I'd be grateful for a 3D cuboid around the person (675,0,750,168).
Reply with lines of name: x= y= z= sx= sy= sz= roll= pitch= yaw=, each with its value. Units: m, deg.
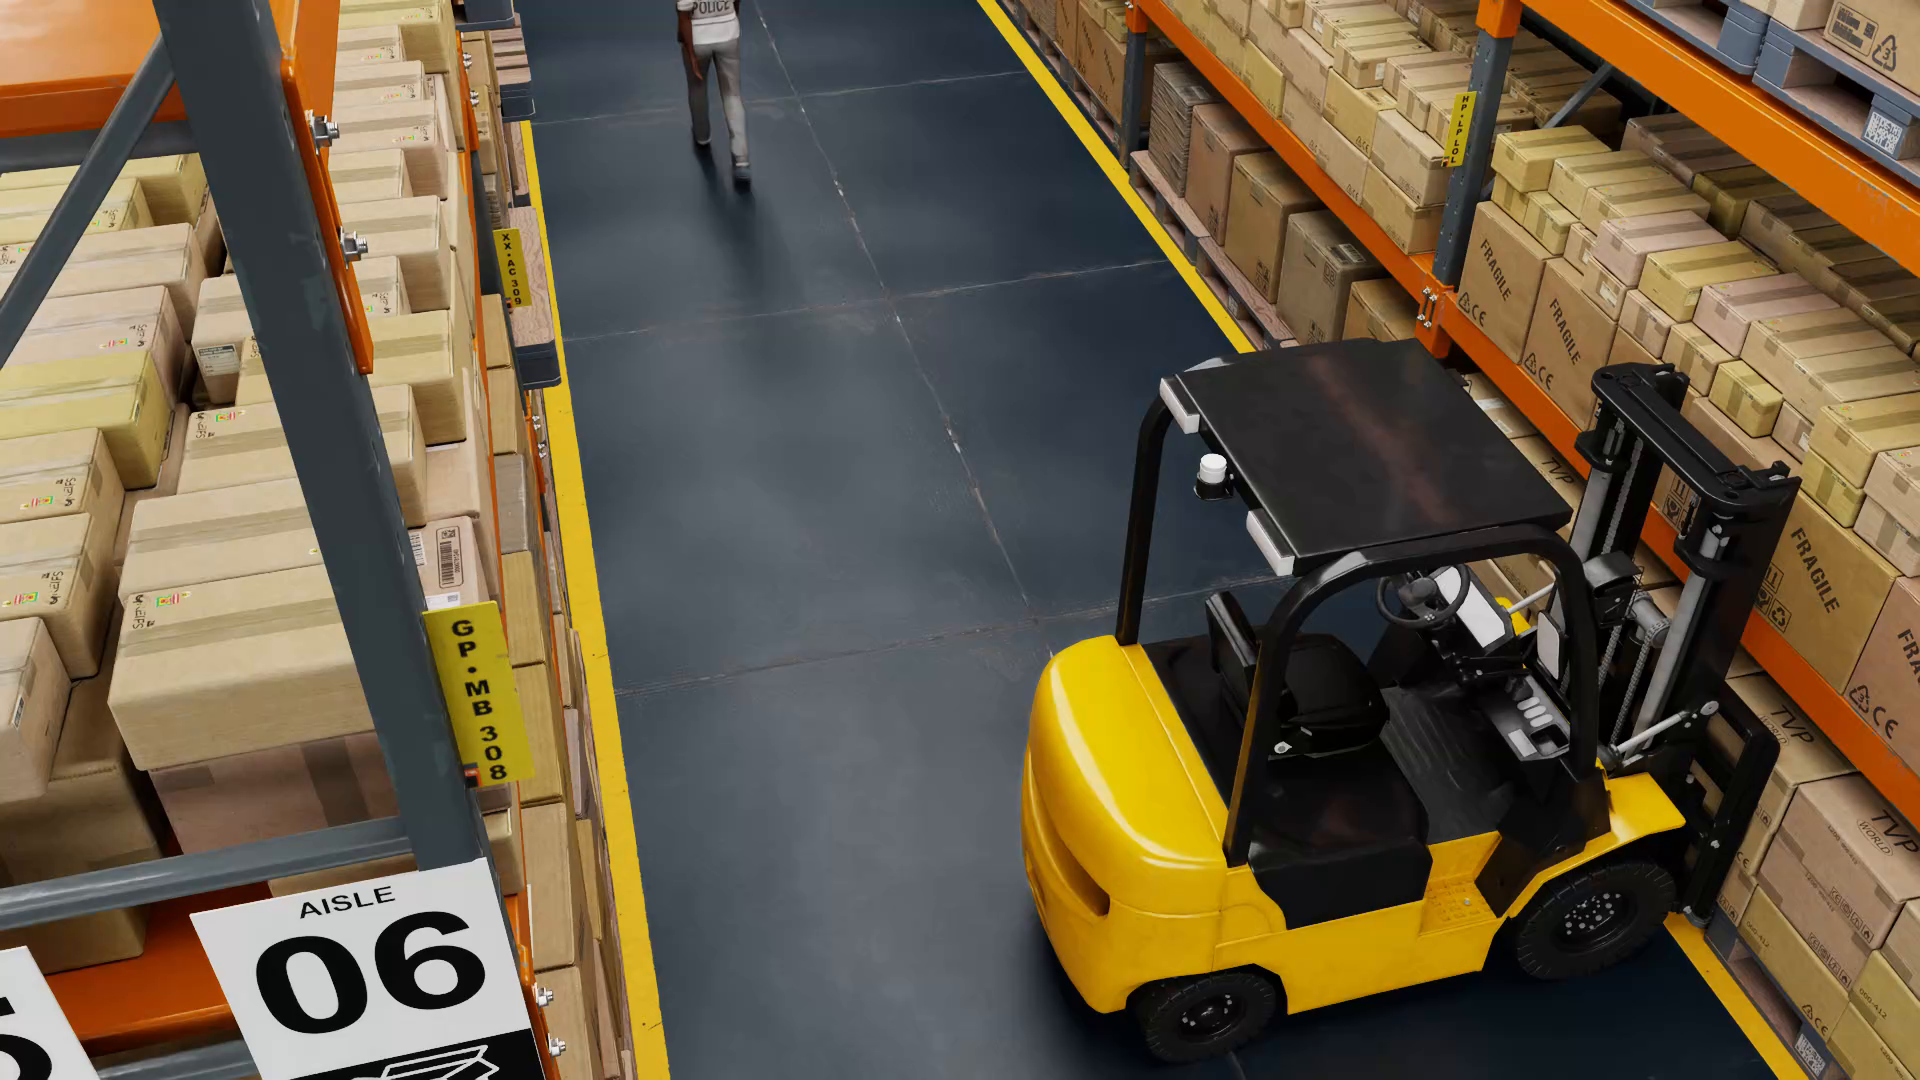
person: x=-1.619 y=-3.258 z=10.791 sx=0.435 sy=1.644 sz=0.978 roll=-11 pitch=40 yaw=-13
